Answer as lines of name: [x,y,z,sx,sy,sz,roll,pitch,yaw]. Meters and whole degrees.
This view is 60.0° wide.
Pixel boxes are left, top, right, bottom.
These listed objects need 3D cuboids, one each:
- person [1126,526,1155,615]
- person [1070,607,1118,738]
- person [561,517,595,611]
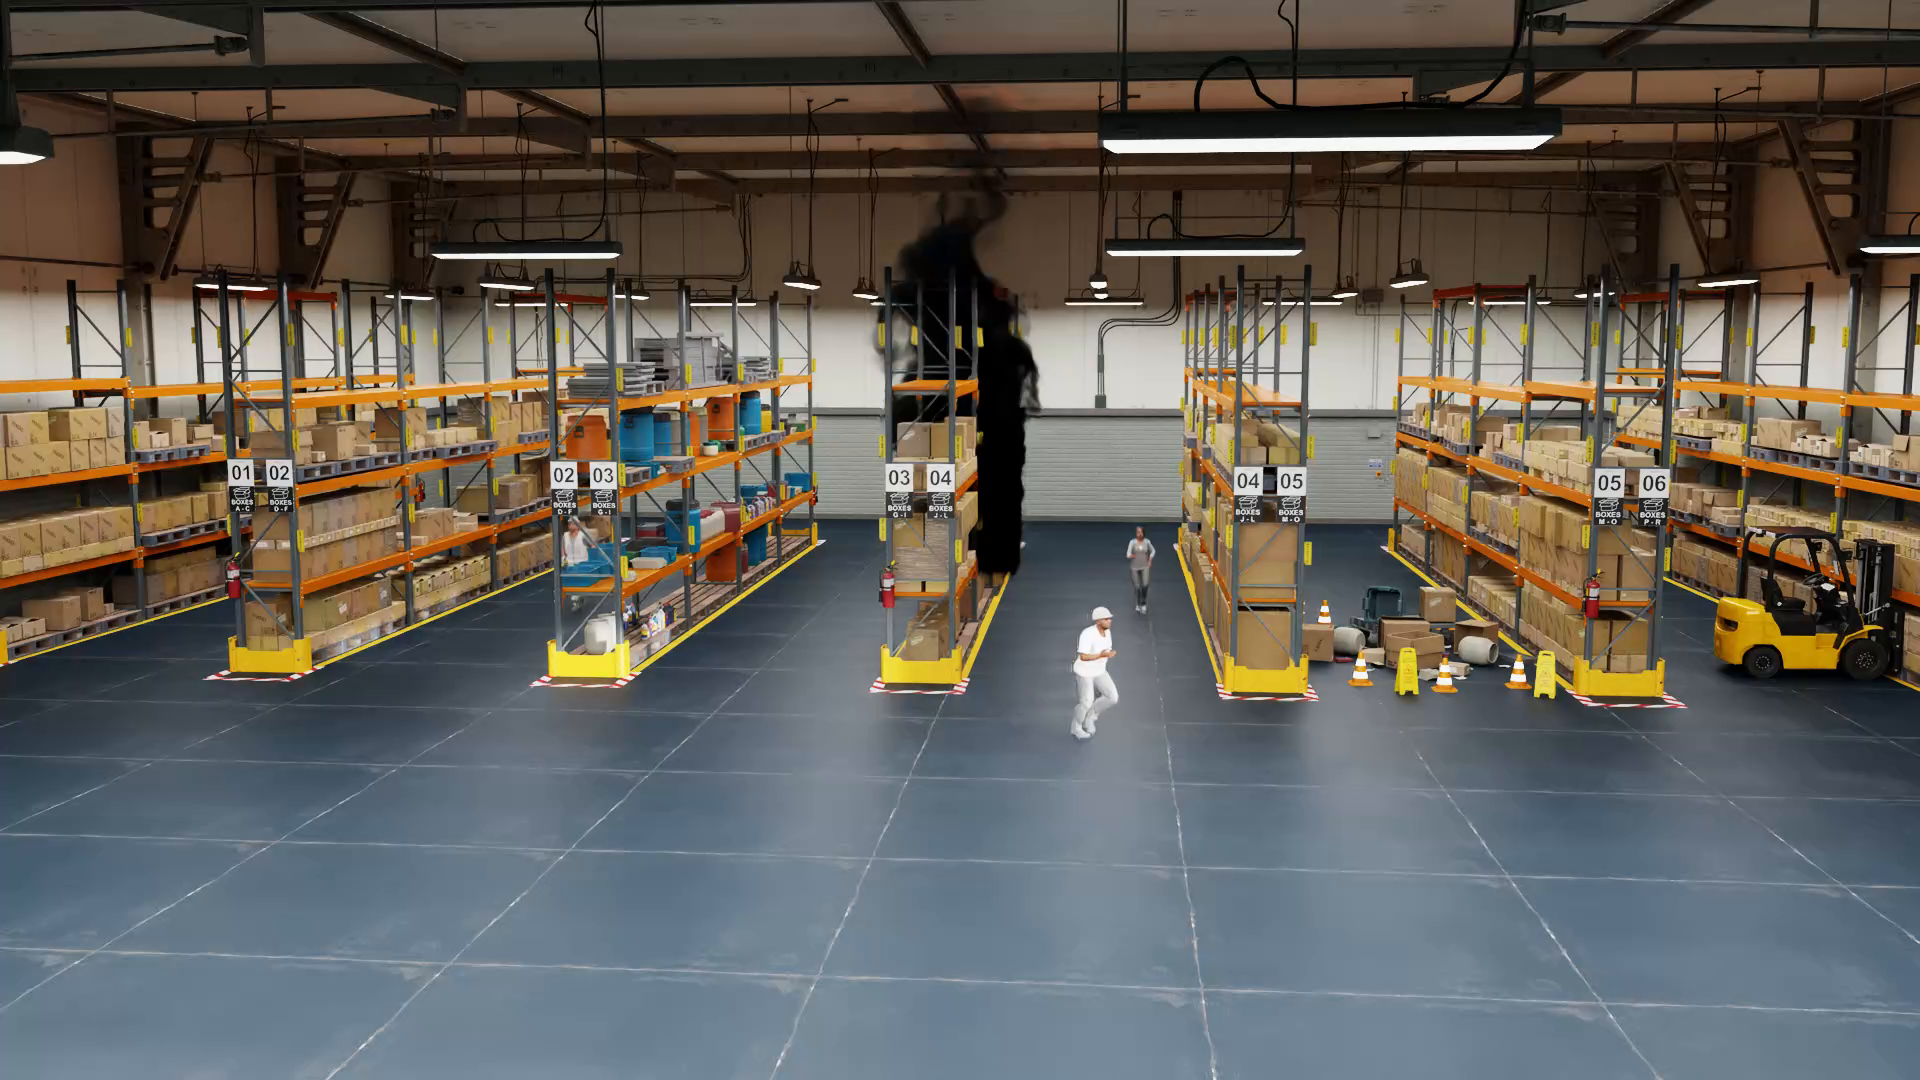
person: [3.272,0.561,30.138,0.517,1.599,0.639,1,7,6]
person: [1.672,1.649,20.597,0.673,1.691,0.796,-7,10,-43]
person: [-7.022,0.451,30.348,0.643,1.744,0.552,0,7,2]
